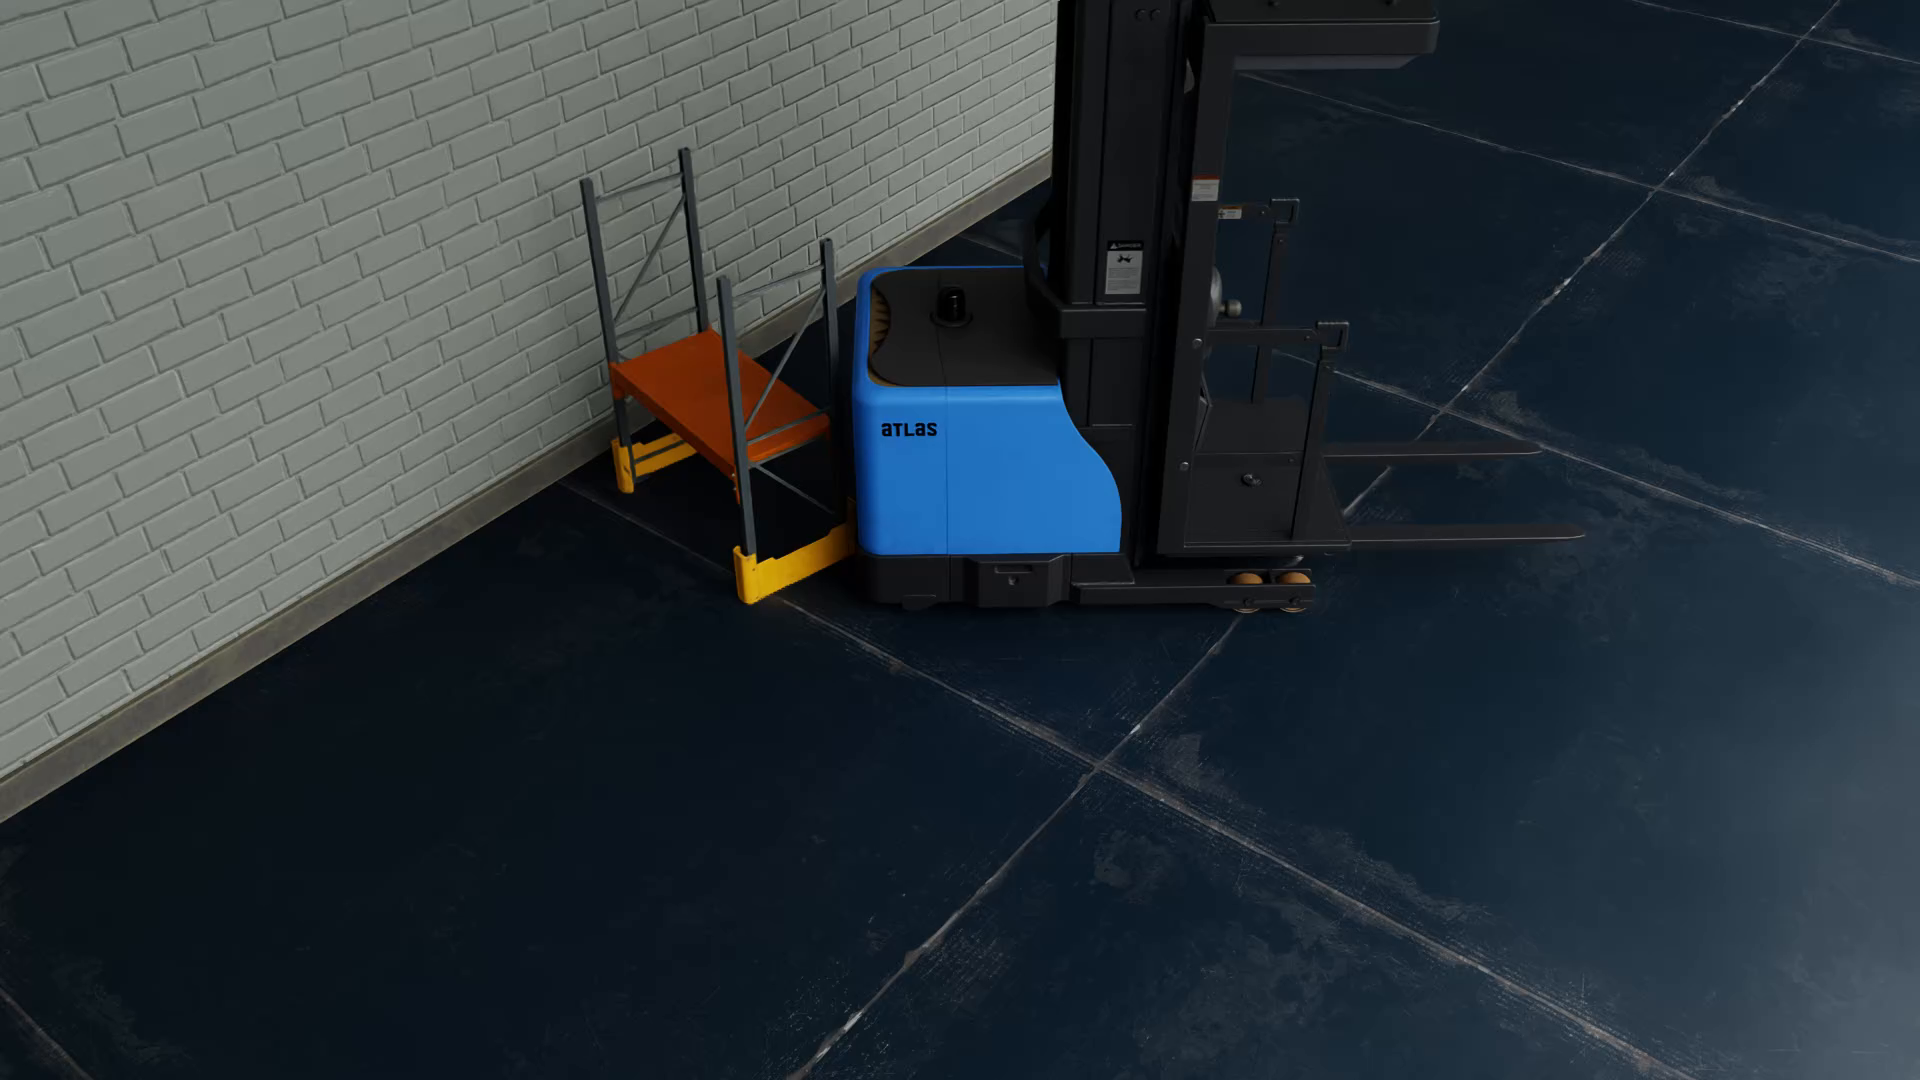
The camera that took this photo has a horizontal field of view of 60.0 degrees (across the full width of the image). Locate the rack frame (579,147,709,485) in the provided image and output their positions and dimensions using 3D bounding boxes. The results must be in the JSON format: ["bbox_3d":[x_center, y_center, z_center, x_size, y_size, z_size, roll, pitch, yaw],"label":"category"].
[{"bbox_3d":[-1.320,-0.938,7.232,0.500,1.500,0.032,-26,45,-30],"label":"rack frame"}]

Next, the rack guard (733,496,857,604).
[{"bbox_3d":[-0.682,0.041,6.995,0.587,0.250,0.087,-26,45,-30],"label":"rack guard"}]

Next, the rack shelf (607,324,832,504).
[{"bbox_3d":[-1.001,-0.553,7.031,0.538,0.185,1.000,-26,45,-30],"label":"rack shelf"}]

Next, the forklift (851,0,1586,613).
[{"bbox_3d":[1.081,-1.181,6.381,3.031,2.935,1.130,-1,38,-1],"label":"forklift"}]

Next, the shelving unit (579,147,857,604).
[{"bbox_3d":[-0.995,-0.690,6.915,0.587,1.500,1.083,-26,45,-30],"label":"shelving unit"}]

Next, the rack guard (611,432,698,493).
[{"bbox_3d":[-1.308,-0.437,7.605,0.587,0.250,0.087,-26,45,-30],"label":"rack guard"}]

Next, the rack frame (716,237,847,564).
[{"bbox_3d":[-0.682,-0.450,6.609,0.500,1.500,0.032,-26,45,-30],"label":"rack frame"}]
